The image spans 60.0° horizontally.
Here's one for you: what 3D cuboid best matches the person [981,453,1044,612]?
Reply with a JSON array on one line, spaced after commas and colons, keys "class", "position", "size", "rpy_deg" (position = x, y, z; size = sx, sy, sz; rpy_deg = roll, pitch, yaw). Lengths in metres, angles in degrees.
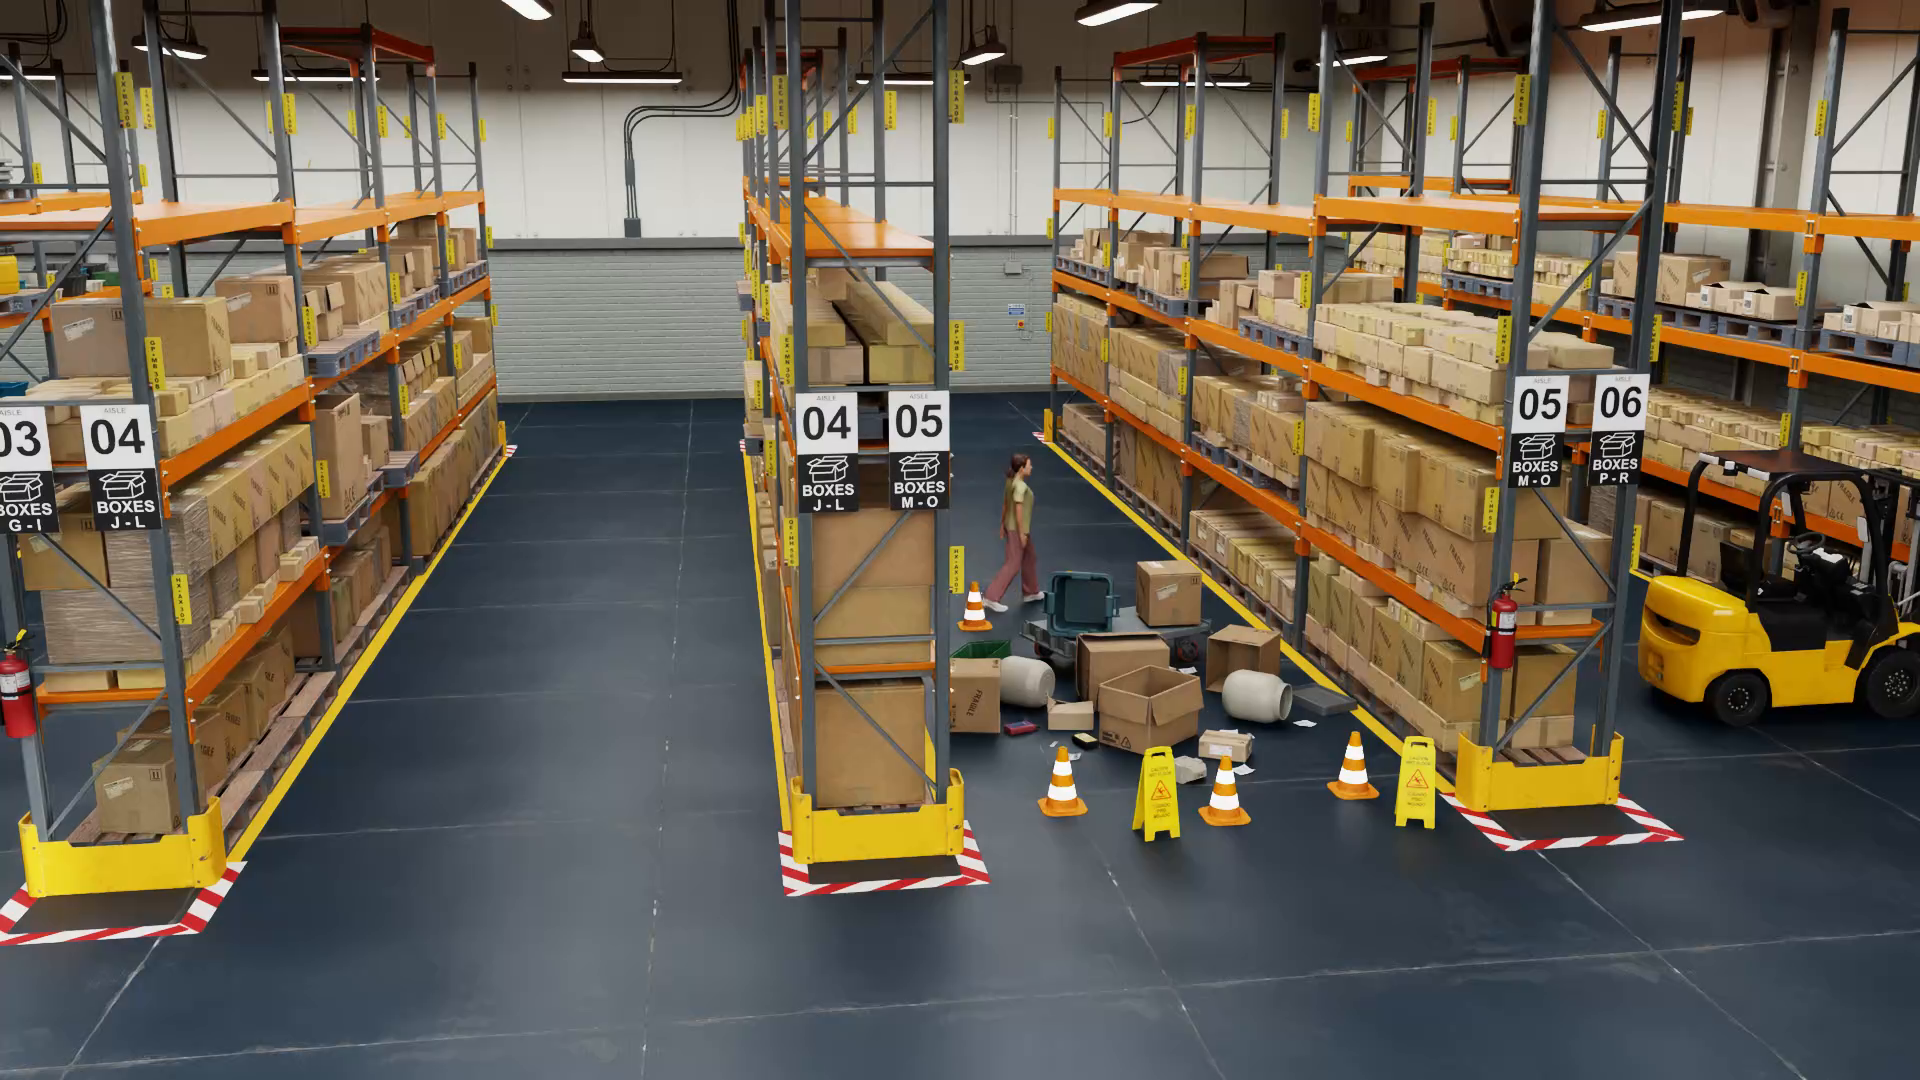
[{"class": "person", "position": [0.598, -0.093, 17.423], "size": [0.850, 1.637, 0.573], "rpy_deg": [-3, 14, -13]}]
